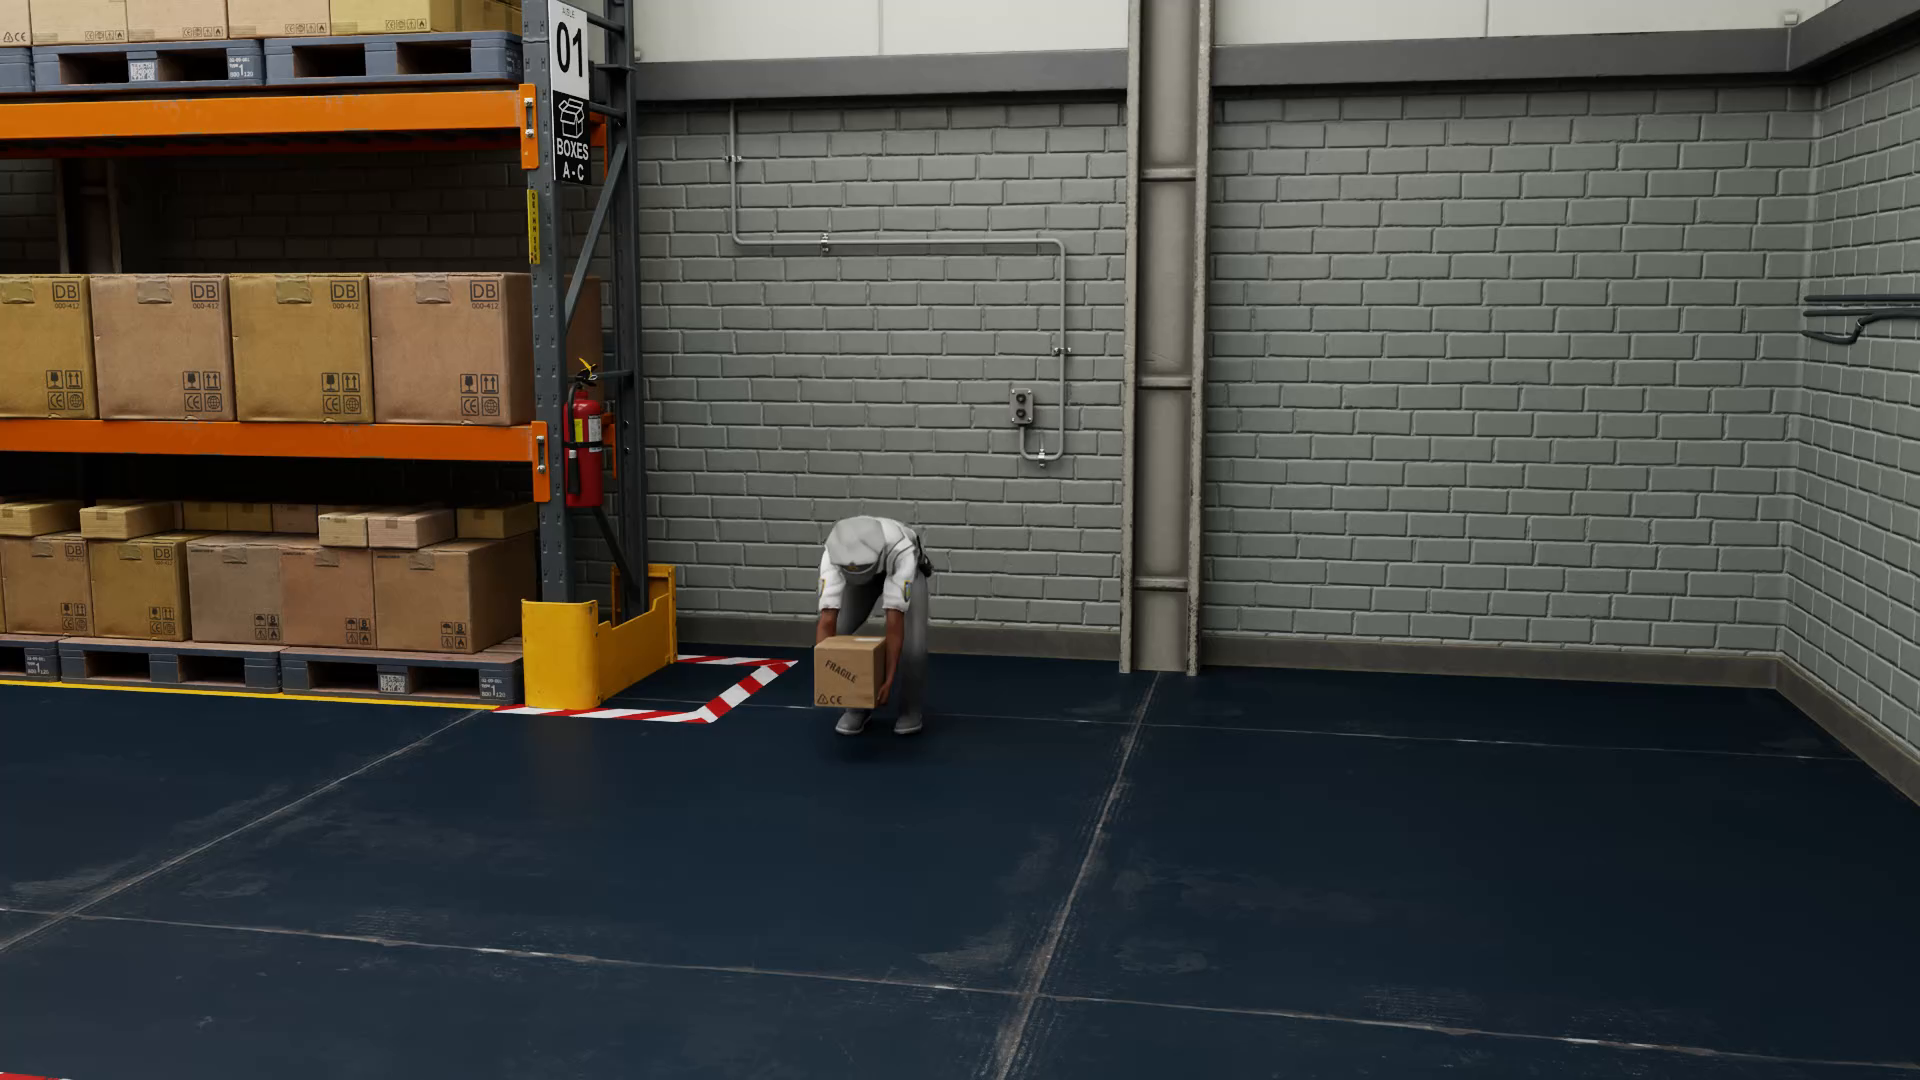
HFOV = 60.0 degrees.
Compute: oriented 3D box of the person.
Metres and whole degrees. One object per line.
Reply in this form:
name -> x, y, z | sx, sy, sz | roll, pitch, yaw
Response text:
person -> -6.300, 0.443, 3.576 | 11.130, 1.841, 9.701 | 1, 8, 8
